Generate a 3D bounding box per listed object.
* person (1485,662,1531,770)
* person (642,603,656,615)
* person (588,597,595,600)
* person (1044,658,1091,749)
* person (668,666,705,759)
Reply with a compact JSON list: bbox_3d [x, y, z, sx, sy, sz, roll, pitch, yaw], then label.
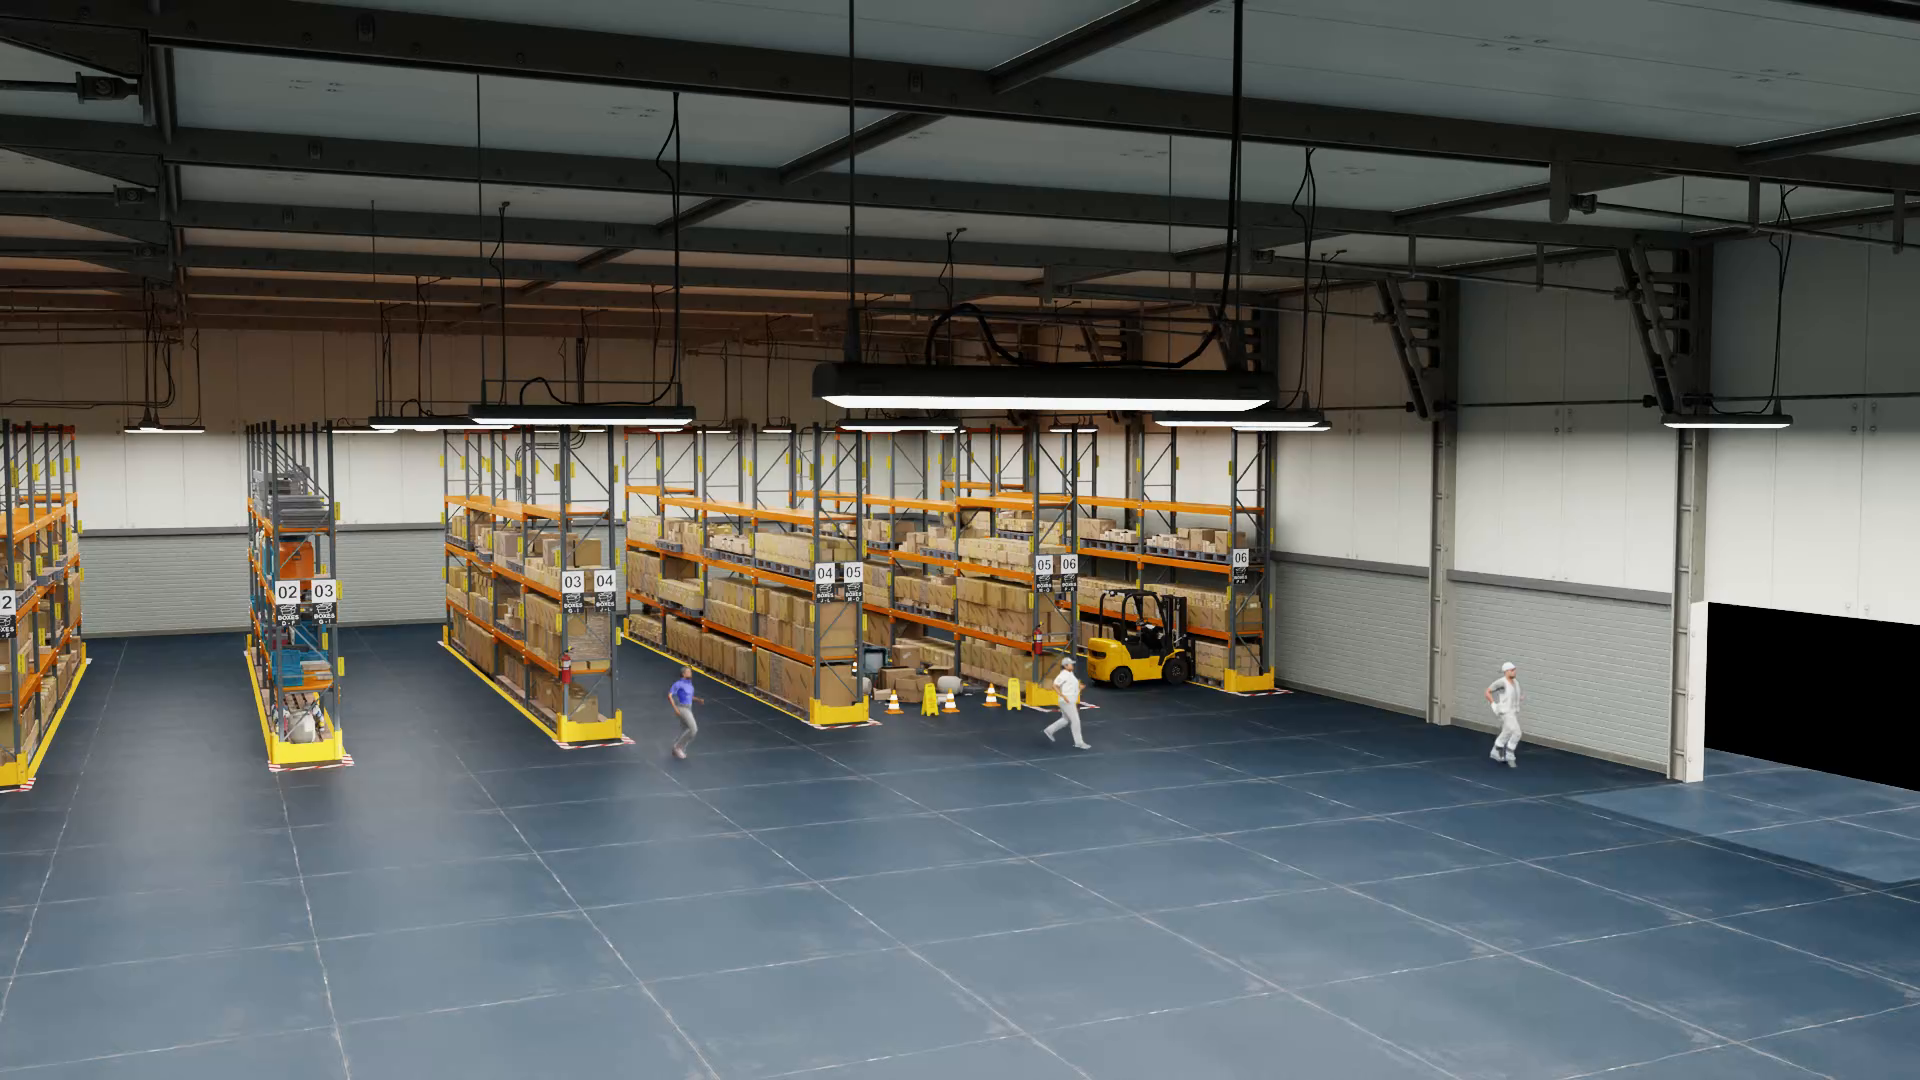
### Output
[{"bbox_3d":[9.491,3.030,28.755,0.641,1.838,0.763,-3,5,-41],"label":"person"},{"bbox_3d":[-9.172,1.775,49.231,0.847,1.738,0.772,0,4,-5],"label":"person"},{"bbox_3d":[-10.176,2.061,45.907,0.573,1.477,0.587,-1,4,-17],"label":"person"},{"bbox_3d":[1.964,2.975,30.501,0.929,1.644,0.613,1,4,16],"label":"person"},{"bbox_3d":[-4.860,3.059,29.571,0.618,1.631,0.581,1,4,10],"label":"person"}]
